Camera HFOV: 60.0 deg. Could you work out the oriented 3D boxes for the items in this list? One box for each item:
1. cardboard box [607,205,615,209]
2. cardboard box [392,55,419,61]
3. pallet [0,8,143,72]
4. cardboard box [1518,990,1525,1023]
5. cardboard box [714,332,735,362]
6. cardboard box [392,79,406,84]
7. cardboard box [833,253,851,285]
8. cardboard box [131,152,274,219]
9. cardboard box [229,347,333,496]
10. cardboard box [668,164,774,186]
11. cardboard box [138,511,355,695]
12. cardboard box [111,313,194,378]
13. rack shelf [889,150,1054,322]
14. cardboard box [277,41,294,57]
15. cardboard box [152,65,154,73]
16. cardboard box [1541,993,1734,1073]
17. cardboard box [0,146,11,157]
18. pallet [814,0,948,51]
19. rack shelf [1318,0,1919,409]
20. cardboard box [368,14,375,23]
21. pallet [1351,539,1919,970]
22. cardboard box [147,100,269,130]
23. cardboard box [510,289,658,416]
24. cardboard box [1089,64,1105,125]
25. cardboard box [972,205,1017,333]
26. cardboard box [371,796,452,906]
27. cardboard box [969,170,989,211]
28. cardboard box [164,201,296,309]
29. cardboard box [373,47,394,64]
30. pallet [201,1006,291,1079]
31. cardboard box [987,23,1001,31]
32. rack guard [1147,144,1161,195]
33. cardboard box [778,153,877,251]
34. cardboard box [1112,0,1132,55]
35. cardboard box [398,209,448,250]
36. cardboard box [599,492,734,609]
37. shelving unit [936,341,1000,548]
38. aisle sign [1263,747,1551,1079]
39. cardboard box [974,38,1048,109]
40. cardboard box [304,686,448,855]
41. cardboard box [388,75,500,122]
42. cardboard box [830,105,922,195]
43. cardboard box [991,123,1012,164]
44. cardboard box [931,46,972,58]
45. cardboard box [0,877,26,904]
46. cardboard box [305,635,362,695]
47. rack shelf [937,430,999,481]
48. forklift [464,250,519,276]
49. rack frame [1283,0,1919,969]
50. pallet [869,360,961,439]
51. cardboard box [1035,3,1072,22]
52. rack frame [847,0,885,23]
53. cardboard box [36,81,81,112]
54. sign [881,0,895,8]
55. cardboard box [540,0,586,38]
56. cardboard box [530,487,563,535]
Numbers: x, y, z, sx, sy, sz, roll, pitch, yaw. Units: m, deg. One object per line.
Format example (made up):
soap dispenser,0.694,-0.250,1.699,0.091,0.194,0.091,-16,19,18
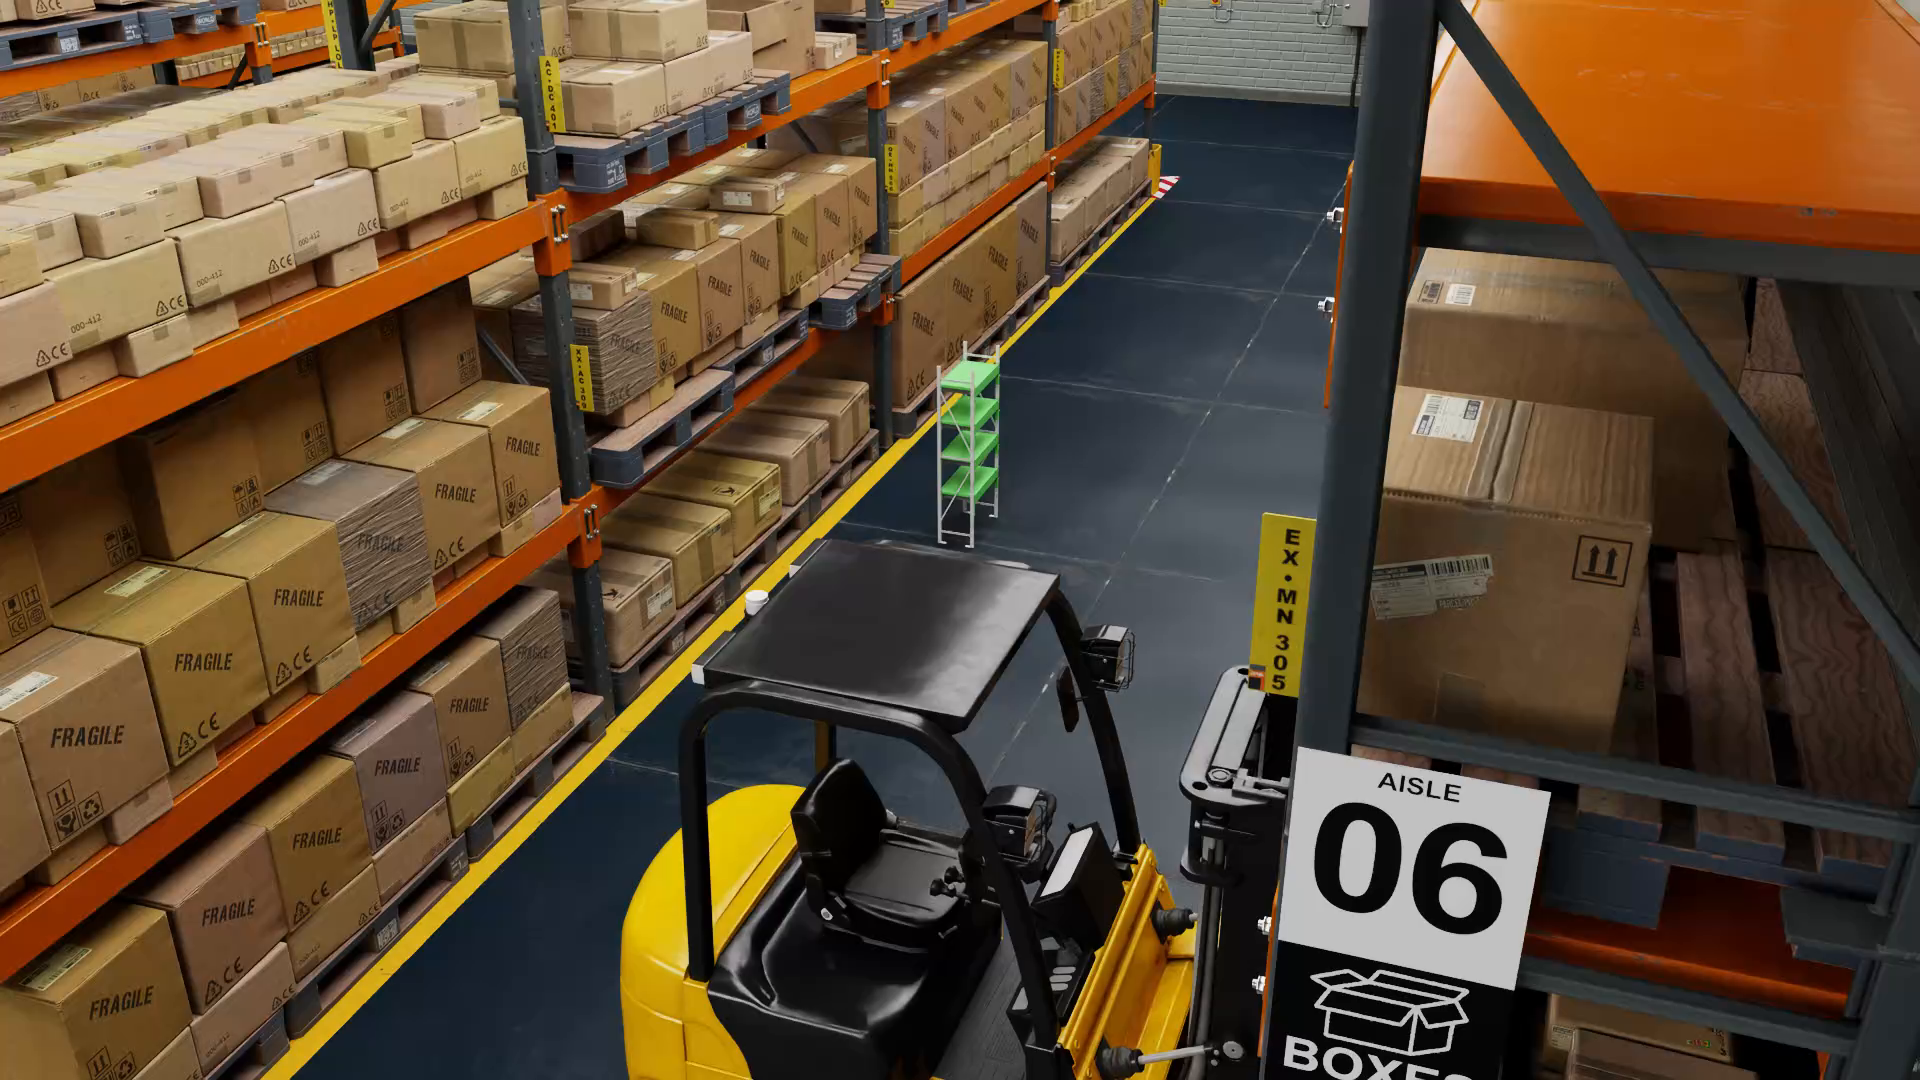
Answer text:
cardboard box,-3.839,-3.537,17.402,0.380,0.149,0.250,10,27,19
cardboard box,-5.092,-4.446,15.615,0.380,0.149,0.250,9,27,18
pallet,-6.217,-3.307,10.913,1.003,0.211,1.213,10,28,20
cardboard box,1.781,1.275,4.561,0.500,0.500,0.500,8,27,17
cardboard box,-1.508,-1.142,9.472,0.380,0.149,0.250,9,27,18
cardboard box,-4.824,-3.922,14.533,0.380,0.149,0.250,8,27,17
cardboard box,-0.931,-1.775,10.780,0.380,0.149,0.250,9,27,17
cardboard box,-2.638,-1.237,5.795,0.380,0.149,0.250,9,27,18
cardboard box,-3.047,-0.525,6.788,0.700,0.500,0.500,8,27,16
cardboard box,-1.516,-2.100,10.706,0.500,0.500,0.500,10,28,20
cardboard box,-2.725,0.223,6.391,0.500,0.500,0.500,8,27,16
cardboard box,-2.801,-0.668,5.535,0.380,0.149,0.250,9,27,18
rack shelf,-0.316,-2.596,13.496,1.077,0.370,4.000,9,27,17
cardboard box,-8.067,-5.780,19.534,0.380,0.149,0.250,8,27,16
cardboard box,-9.118,-5.345,18.635,0.380,0.149,0.250,9,27,18
cardboard box,1.545,1.117,3.801,0.380,0.149,0.250,9,27,18
cardboard box,-6.517,-2.250,10.693,0.700,0.500,0.500,9,27,18
pallet,-0.817,-3.636,11.591,1.213,0.211,1.003,10,28,20
rack shelf,1.704,-1.111,4.002,1.077,0.370,4.000,9,27,17
cardboard box,-7.576,-6.652,20.877,0.500,0.250,0.500,8,27,17
pallet,1.298,0.311,3.326,1.003,0.211,1.213,9,27,17
cardboard box,-2.993,-1.646,6.638,0.380,0.149,0.250,9,27,17
cardboard box,-1.886,-0.973,8.380,0.500,0.500,0.500,9,27,19
cardboard box,1.095,-4.352,16.181,0.500,0.500,0.500,9,27,18
cardboard box,-0.075,-2.336,14.089,0.875,0.875,0.875,10,27,19
cardboard box,-2.597,1.305,7.287,0.500,0.250,0.500,9,27,18
cardboard box,-0.086,-2.827,13.319,0.500,0.250,0.500,9,27,17
cardboard box,-2.711,-1.024,5.812,0.500,0.250,0.500,9,27,19
cardboard box,-7.802,-5.781,21.204,0.875,0.875,0.875,9,27,17
pallet,-3.315,2.084,6.203,1.003,0.211,1.213,9,27,17
cardboard box,0.152,-4.702,15.012,0.380,0.149,0.250,8,27,16
rack guard,1.688,-4.271,18.997,1.175,0.500,0.348,9,27,17
cardboard box,-0.871,-2.239,10.994,0.500,0.500,0.500,8,27,16
cardboard box,1.431,-5.226,16.840,0.500,0.500,0.500,9,27,17
cardboard box,-2.360,-1.318,6.876,0.380,0.149,0.250,9,27,18
cardboard box,-1.905,0.027,9.785,0.950,0.372,0.625,11,28,21
shelving unit,0.055,-0.608,10.629,0.258,1.200,0.503,9,27,17
aisle sign,0.739,0.722,2.834,0.394,0.787,0.004,9,27,17
cardboard box,0.437,-4.017,14.343,0.500,0.500,0.500,10,27,19
cardboard box,-2.593,0.958,7.143,0.500,0.500,0.500,10,28,20
cardboard box,-2.212,-1.888,7.140,0.380,0.149,0.250,9,27,19
cardboard box,-0.587,-2.760,11.747,0.500,0.500,0.500,8,27,16
cardboard box,0.106,-3.263,13.645,0.500,0.250,0.500,9,27,19
cardboard box,-0.211,-3.885,14.069,0.500,0.500,0.500,9,27,17
cardboard box,-3.265,1.087,5.351,0.380,0.149,0.250,9,27,18
cardboard box,-2.632,0.465,6.636,0.380,0.149,0.250,9,27,18
rack shelf,0.055,-0.551,10.657,0.258,0.148,0.480,9,27,17
forklift,-3.250,-1.938,11.390,1.130,2.935,3.031,17,30,31
rack frame,1.038,-0.793,2.061,1.000,3.000,0.127,9,27,17
pallet,-0.648,-1.156,12.896,1.003,0.211,1.213,9,27,17
cardboard box,0.815,-4.840,15.298,0.380,0.149,0.250,8,27,17
rack frame,-0.982,-4.798,10.334,1.000,3.000,0.127,9,27,17
cardboard box,-9.232,-4.574,16.641,0.500,0.500,0.500,8,27,17
sign,-0.471,-3.601,10.711,0.100,0.325,0.005,9,27,17
cardboard box,-1.921,-2.830,8.828,0.500,0.250,0.500,9,27,18
cardboard box,-2.132,-0.165,7.937,0.380,0.149,0.250,8,27,17
